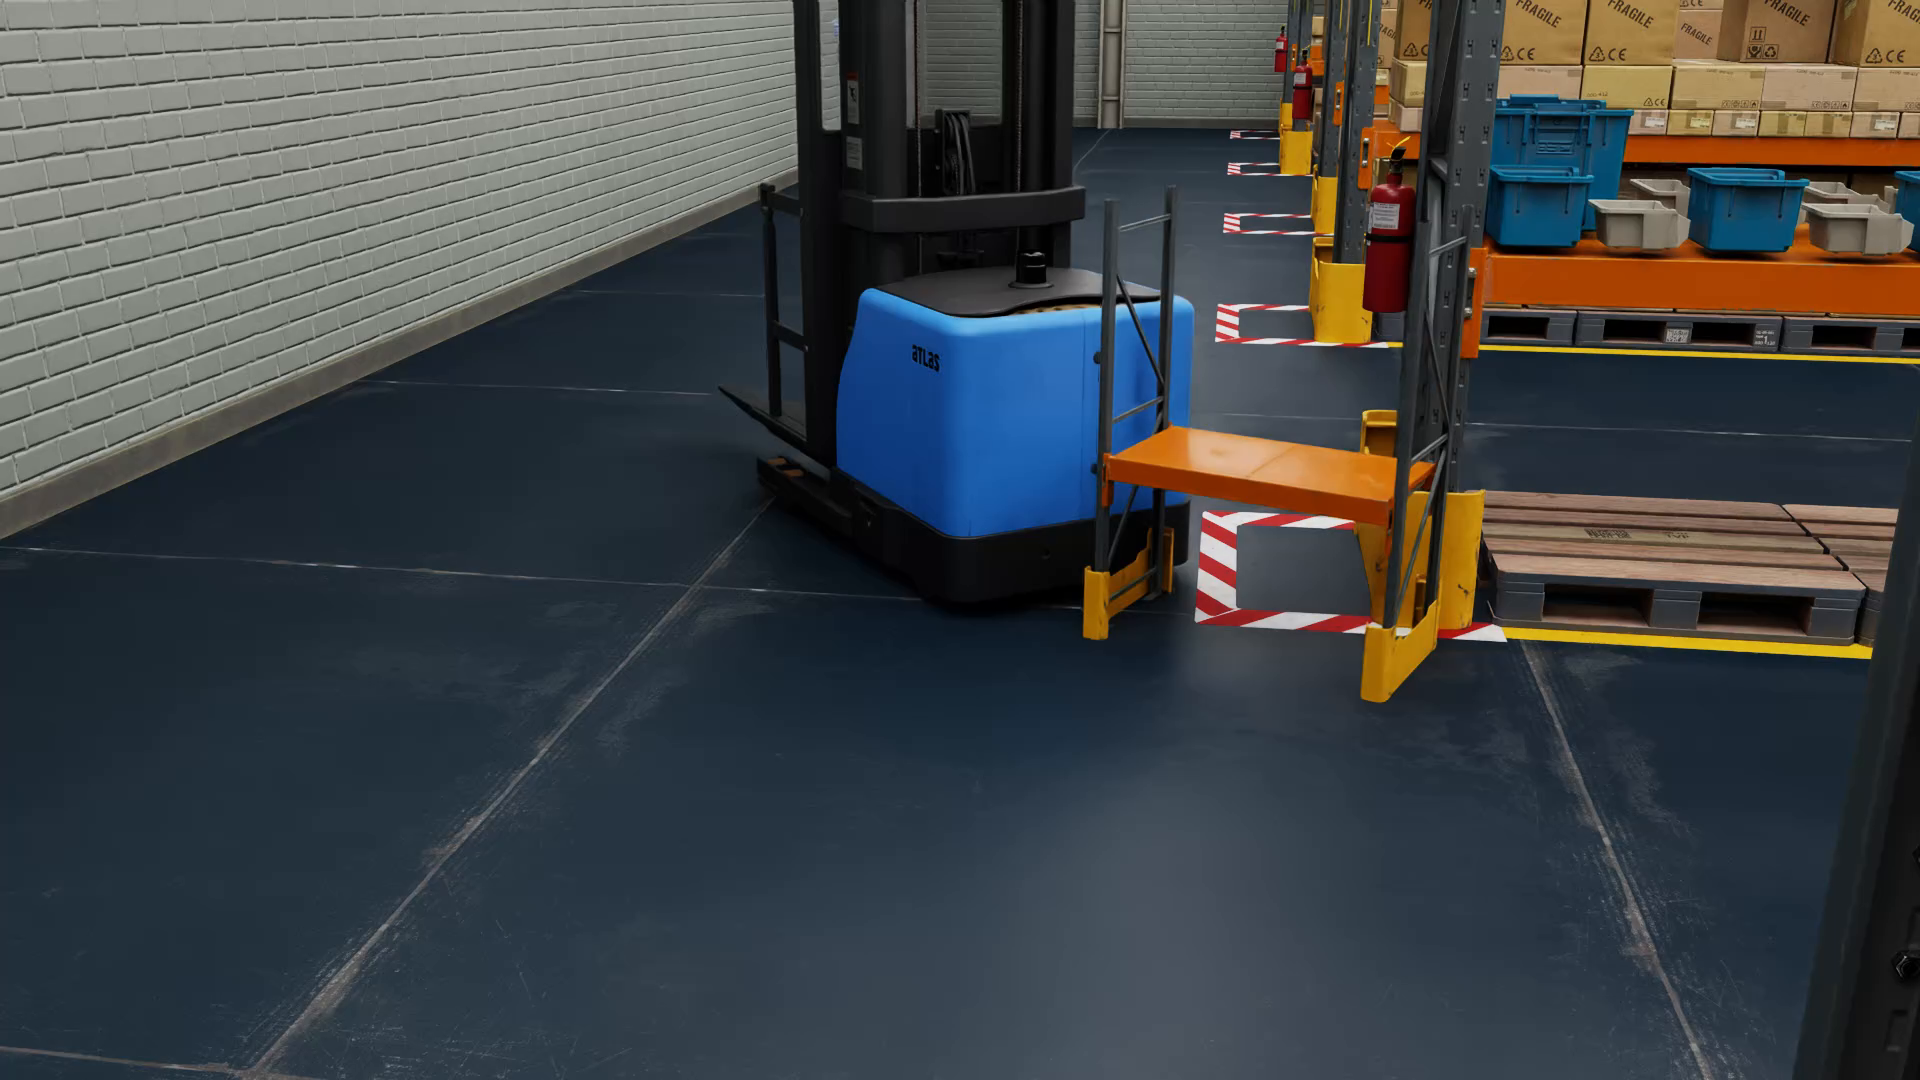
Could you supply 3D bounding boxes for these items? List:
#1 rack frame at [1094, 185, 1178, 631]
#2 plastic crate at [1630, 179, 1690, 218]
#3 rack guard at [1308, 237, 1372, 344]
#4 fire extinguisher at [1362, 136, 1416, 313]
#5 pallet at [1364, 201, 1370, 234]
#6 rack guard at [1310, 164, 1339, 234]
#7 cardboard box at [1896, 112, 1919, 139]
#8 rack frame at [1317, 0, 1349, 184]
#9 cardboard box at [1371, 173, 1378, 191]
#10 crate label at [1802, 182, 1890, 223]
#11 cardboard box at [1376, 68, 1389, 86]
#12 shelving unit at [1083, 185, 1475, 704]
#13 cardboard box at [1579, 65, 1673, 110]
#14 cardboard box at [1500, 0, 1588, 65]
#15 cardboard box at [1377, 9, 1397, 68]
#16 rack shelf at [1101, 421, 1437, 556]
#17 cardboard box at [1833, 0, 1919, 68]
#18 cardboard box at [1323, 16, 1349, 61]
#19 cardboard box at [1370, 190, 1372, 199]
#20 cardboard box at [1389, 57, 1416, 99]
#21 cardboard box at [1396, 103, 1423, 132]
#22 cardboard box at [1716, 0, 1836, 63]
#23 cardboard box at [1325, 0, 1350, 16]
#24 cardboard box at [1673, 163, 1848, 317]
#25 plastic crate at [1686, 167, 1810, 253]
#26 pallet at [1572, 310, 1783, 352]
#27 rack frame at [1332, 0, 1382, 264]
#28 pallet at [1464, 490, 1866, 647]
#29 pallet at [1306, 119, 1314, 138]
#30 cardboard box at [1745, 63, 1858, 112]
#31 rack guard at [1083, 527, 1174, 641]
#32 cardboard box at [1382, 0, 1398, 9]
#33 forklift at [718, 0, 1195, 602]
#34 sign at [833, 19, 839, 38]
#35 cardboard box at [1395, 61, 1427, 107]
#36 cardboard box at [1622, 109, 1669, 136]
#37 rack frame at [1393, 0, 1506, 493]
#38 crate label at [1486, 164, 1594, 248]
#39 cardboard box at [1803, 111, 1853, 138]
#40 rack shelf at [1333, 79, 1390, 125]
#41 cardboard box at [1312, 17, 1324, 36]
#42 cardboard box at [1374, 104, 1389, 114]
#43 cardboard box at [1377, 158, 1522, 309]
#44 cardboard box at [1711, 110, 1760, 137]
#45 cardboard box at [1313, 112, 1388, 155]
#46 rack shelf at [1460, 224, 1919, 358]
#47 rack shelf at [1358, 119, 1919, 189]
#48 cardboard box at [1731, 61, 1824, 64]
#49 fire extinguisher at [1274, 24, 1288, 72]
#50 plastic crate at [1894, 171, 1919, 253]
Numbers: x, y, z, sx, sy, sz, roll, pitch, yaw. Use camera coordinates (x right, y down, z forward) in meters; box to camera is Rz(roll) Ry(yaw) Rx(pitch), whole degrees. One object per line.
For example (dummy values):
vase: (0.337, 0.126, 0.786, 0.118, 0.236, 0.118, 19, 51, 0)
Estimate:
rack frame: (0.607, -0.444, 5.767, 0.032, 1.500, 0.500, 11, 21, 30)
plastic crate: (2.587, -1.215, 6.027, 0.243, 0.136, 0.396, 3, 19, 9)
rack guard: (2.515, -1.663, 10.986, 0.348, 0.500, 1.175, 3, 19, 9)
fire extinguisher: (1.676, -1.232, 6.468, 0.183, 0.674, 0.296, 3, 19, 9)
pallet: (4.297, -3.018, 15.490, 1.213, 0.211, 1.003, 3, 19, 9)
rack guard: (3.500, -3.207, 15.600, 0.348, 0.500, 1.175, 3, 19, 9)
cardboard box: (5.627, -2.466, 9.840, 0.250, 0.149, 0.380, 3, 19, 8)
rack frame: (3.425, -4.396, 15.215, 0.127, 3.000, 1.000, 3, 19, 9)
cardboard box: (3.902, -3.278, 15.234, 0.250, 0.149, 0.380, 4, 19, 11)
crate label: (3.150, -1.189, 5.951, 0.243, 0.136, 0.396, 3, 19, 9)
cardboard box: (3.693, -4.158, 14.899, 0.250, 0.149, 0.380, 3, 19, 8)
shelving unit: (1.032, -0.361, 5.518, 1.083, 1.500, 0.587, 11, 21, 30)
cardboard box: (3.979, -2.758, 10.087, 0.500, 0.250, 0.500, 2, 19, 7)
cardboard box: (3.463, -3.139, 10.043, 0.500, 0.500, 0.500, 2, 19, 7)
cardboard box: (3.825, -4.476, 14.825, 0.500, 0.500, 0.500, 4, 19, 11)
rack shelf: (1.040, -0.189, 5.571, 1.000, 0.185, 0.538, 11, 21, 30)
cardboard box: (5.498, -3.038, 9.740, 0.500, 0.500, 0.500, 3, 19, 9)
cardboard box: (4.539, -5.885, 19.508, 0.500, 0.500, 0.500, 3, 19, 8)
cardboard box: (3.892, -3.117, 15.222, 0.250, 0.149, 0.380, 3, 19, 10)
cardboard box: (3.059, -2.976, 10.738, 0.500, 0.250, 0.500, 3, 19, 8)
cardboard box: (2.837, -2.607, 10.263, 0.250, 0.149, 0.380, 3, 19, 9)
cardboard box: (5.056, -3.228, 10.308, 0.500, 0.500, 0.500, 2, 19, 7)
cardboard box: (4.539, -6.360, 19.351, 0.500, 0.500, 0.500, 3, 19, 7)
cardboard box: (4.960, -1.941, 10.564, 0.875, 0.875, 0.875, 3, 19, 9)
plastic crate: (2.594, -1.096, 5.521, 0.300, 0.233, 0.416, 3, 19, 9)
pallet: (4.541, -1.447, 10.796, 1.213, 0.211, 1.003, 3, 19, 9)
rack frame: (2.539, -2.847, 10.586, 0.127, 3.000, 1.000, 3, 19, 9)
pallet: (2.561, 0.080, 6.230, 1.213, 0.211, 1.003, 3, 19, 9)
pallet: (5.756, -6.141, 24.825, 1.213, 0.211, 1.003, 3, 19, 9)
cardboard box: (4.995, -2.707, 9.934, 0.500, 0.250, 0.500, 3, 19, 10)
rack guard: (0.608, 0.149, 5.965, 0.087, 0.250, 0.587, 11, 21, 30)
cardboard box: (3.826, -4.953, 14.677, 0.500, 0.500, 0.500, 3, 19, 8)
forklift: (-0.246, -1.591, 6.938, 1.130, 2.935, 3.031, -9, 21, -26)
sign: (-1.529, -6.345, 20.612, 0.001, 0.218, 0.327, 3, 19, 9)
cardboard box: (2.970, -2.809, 10.237, 0.500, 0.250, 0.500, 2, 19, 7)
cardboard box: (4.107, -2.543, 10.072, 0.250, 0.149, 0.380, 3, 19, 8)
rack frame: (1.753, -1.296, 5.948, 0.127, 3.000, 1.000, 3, 19, 9)
crate label: (1.944, -1.129, 5.620, 0.303, 0.233, 0.416, 3, 19, 9)
cardboard box: (5.119, -2.491, 9.918, 0.250, 0.149, 0.380, 3, 19, 10)
rack shelf: (5.400, -3.954, 15.028, 4.000, 0.370, 1.077, 3, 19, 9)
cardboard box: (5.299, -7.470, 24.169, 0.500, 0.250, 0.500, 3, 19, 9)
cardboard box: (6.321, -6.405, 24.497, 0.500, 0.500, 0.700, 4, 19, 11)
cardboard box: (3.183, -2.032, 10.835, 0.875, 0.875, 0.875, 3, 19, 9)
cardboard box: (4.615, -2.517, 9.995, 0.250, 0.149, 0.380, 3, 19, 10)
cardboard box: (4.778, -4.934, 20.199, 0.875, 0.438, 0.875, 2, 19, 7)
rack shelf: (3.728, -0.854, 5.762, 4.000, 0.370, 1.077, 3, 19, 9)
rack shelf: (4.513, -2.406, 10.399, 4.000, 0.370, 1.077, 3, 19, 9)
cardboard box: (5.063, -2.873, 10.429, 0.500, 0.250, 0.500, 3, 19, 10)
fire extinguisher: (4.676, -7.156, 24.174, 0.183, 0.674, 0.296, 3, 19, 9)
plastic crate: (3.245, -1.063, 5.422, 0.300, 0.233, 0.416, 3, 19, 9)
